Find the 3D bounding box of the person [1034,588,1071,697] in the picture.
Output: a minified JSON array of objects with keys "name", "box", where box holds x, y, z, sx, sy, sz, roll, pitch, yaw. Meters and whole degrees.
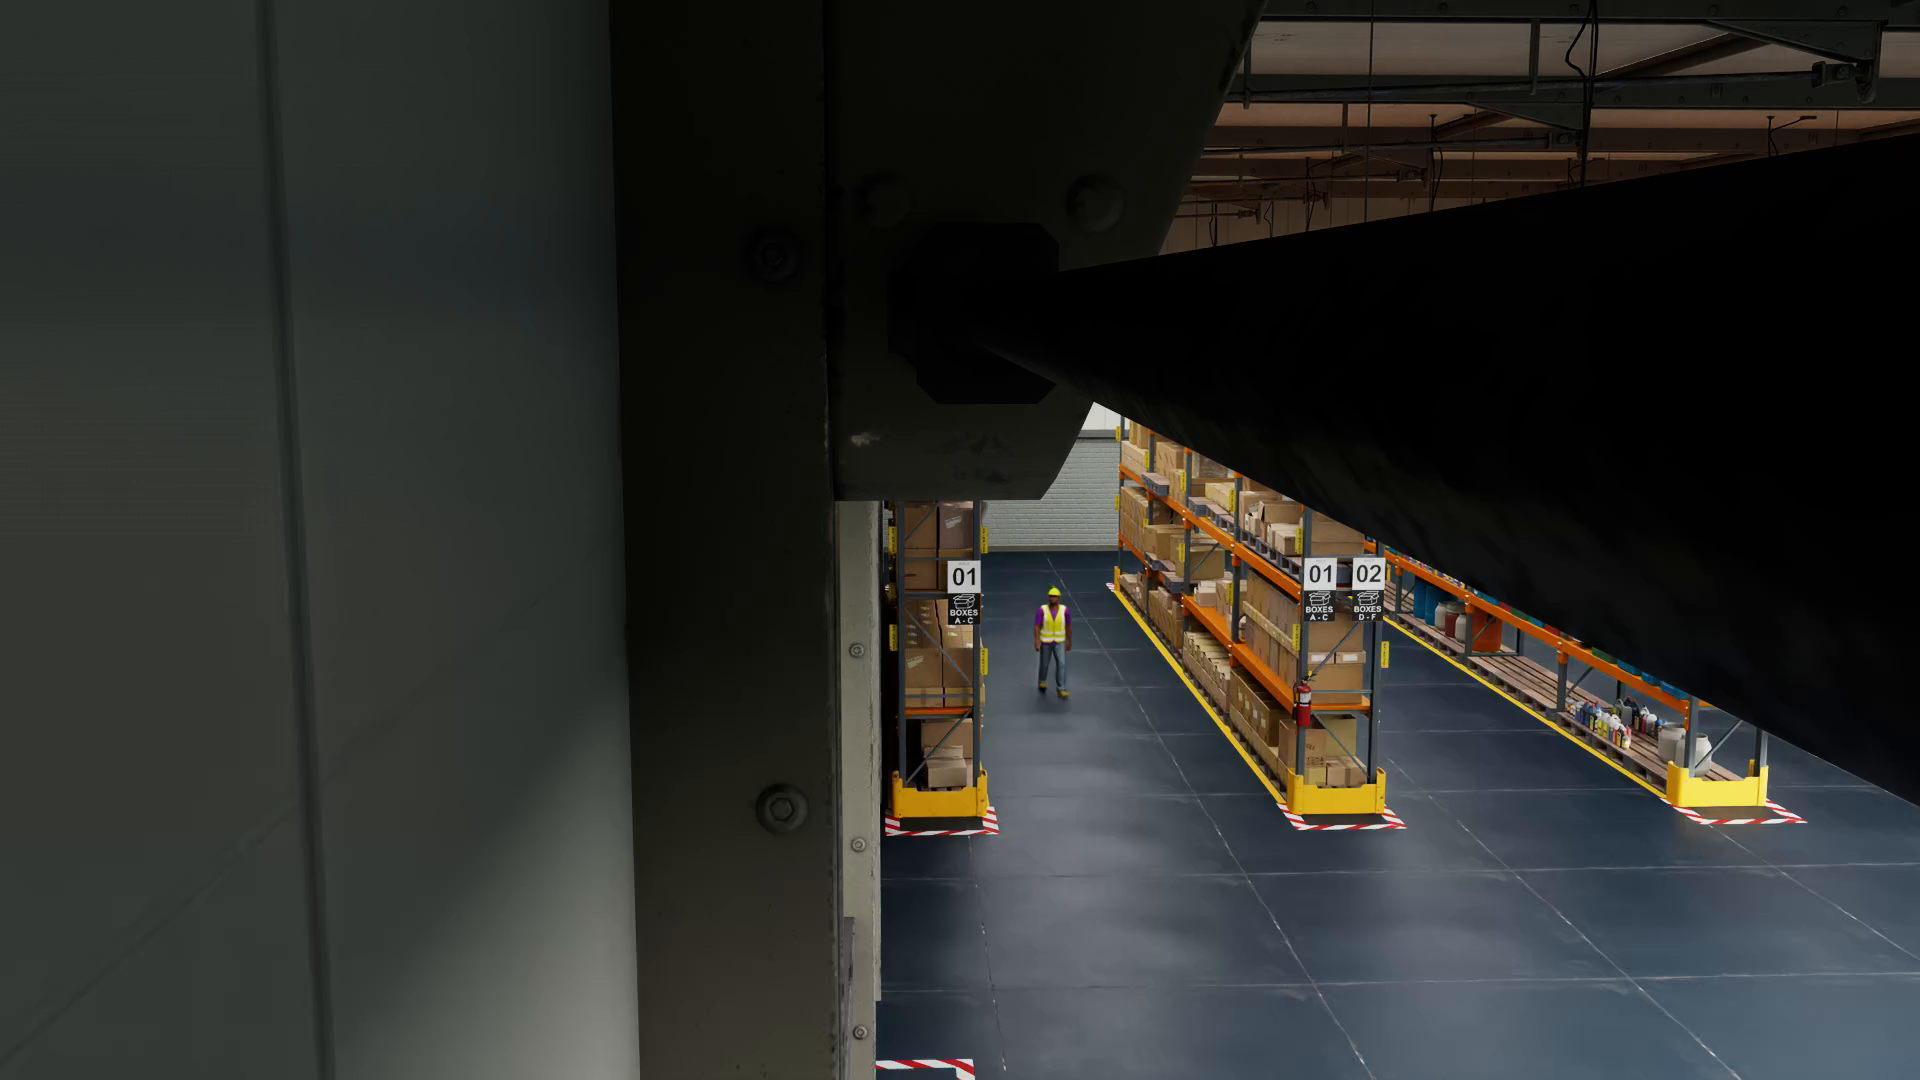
[{"name":"person","box":[1.501,1.638,26.732,0.653,1.725,1.002,-1,8,-9]}]
